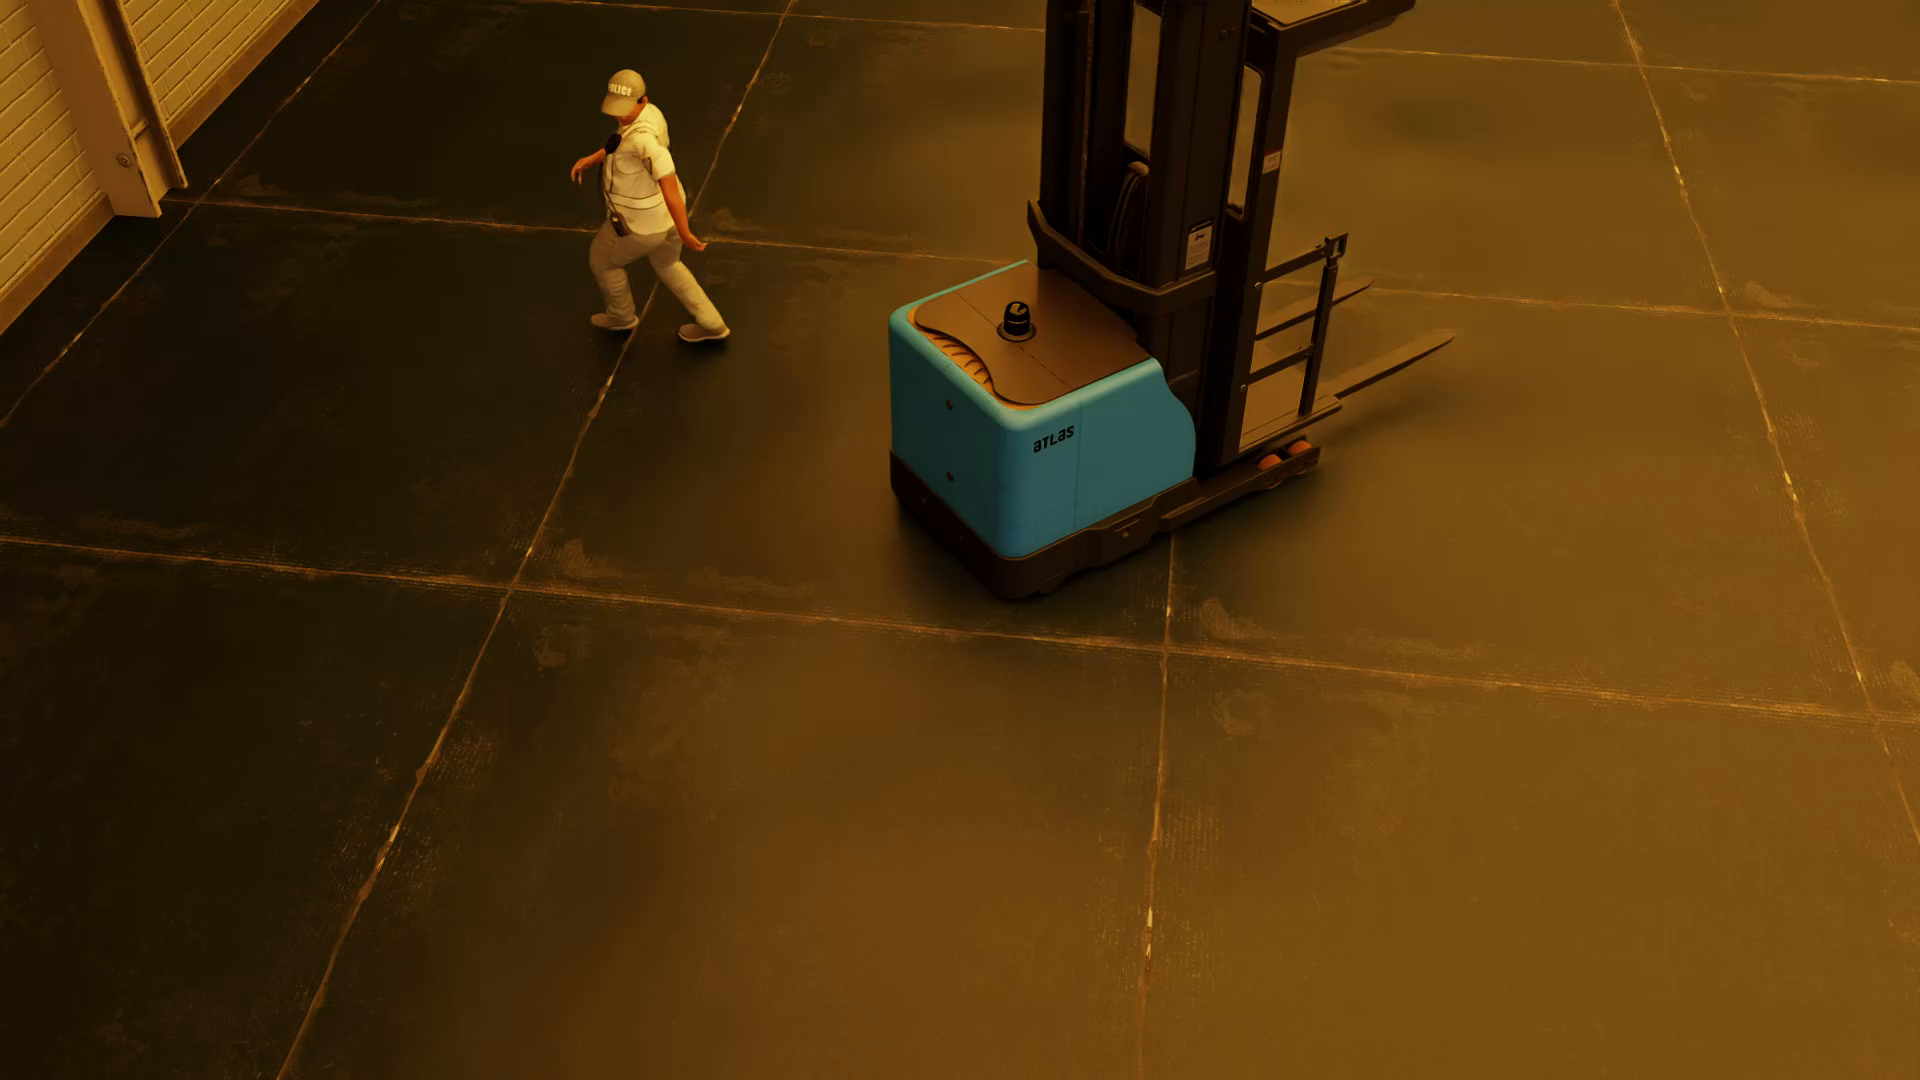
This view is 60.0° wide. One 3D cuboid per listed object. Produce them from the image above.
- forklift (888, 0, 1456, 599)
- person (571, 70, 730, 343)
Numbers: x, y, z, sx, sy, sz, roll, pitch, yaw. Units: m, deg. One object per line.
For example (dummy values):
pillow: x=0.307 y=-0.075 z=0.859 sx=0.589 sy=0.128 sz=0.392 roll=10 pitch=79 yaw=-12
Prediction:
forklift: x=1.169 y=-1.603 z=7.469 sx=3.031 sy=2.935 sz=1.130 roll=-25 pitch=48 yaw=-25
person: x=-1.636 y=-1.694 z=8.600 sx=0.888 sy=1.603 sz=0.504 roll=14 pitch=44 yaw=15
